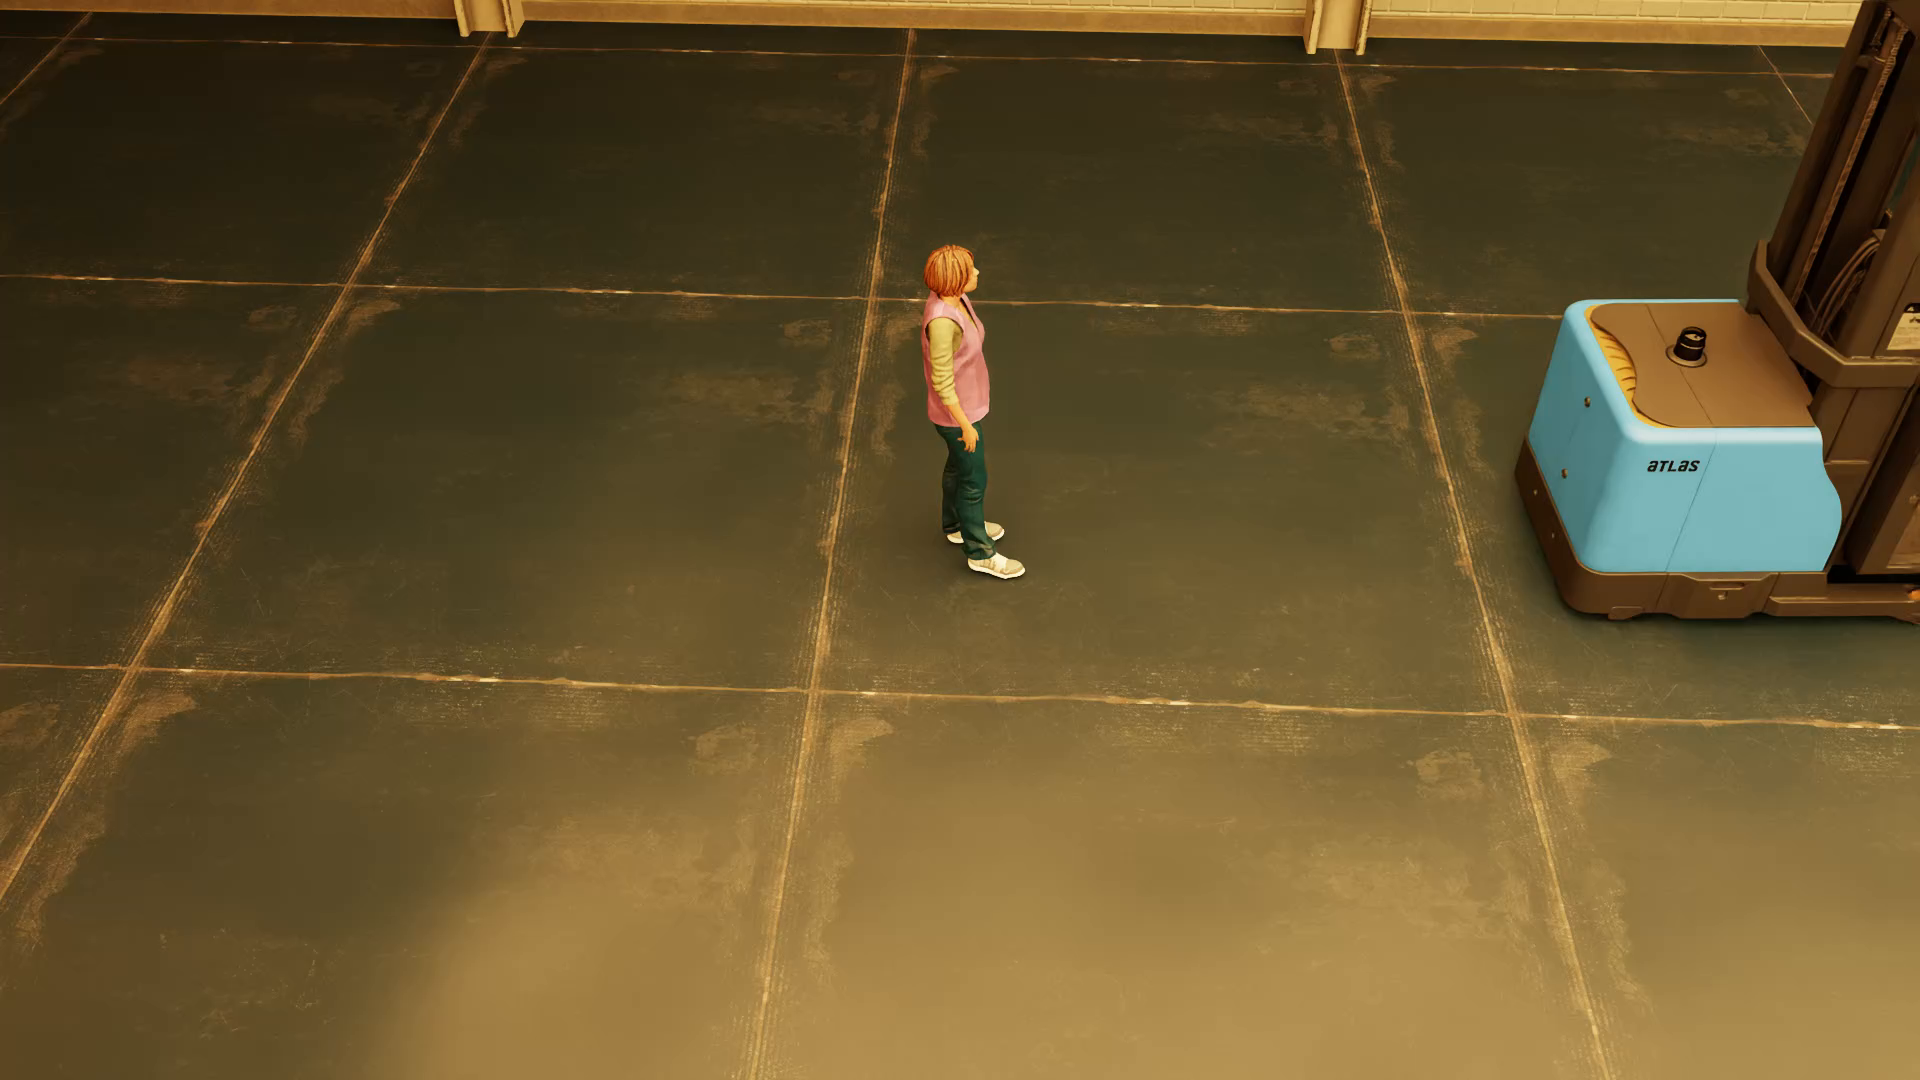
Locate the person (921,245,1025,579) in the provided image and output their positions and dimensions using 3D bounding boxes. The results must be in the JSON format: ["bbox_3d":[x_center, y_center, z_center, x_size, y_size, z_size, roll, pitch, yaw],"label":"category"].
[{"bbox_3d":[0.074,-0.583,7.360,0.473,1.599,0.520,2,42,2],"label":"person"}]

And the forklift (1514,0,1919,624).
[{"bbox_3d":[4.235,-1.063,6.907,3.031,2.935,1.130,0,42,0],"label":"forklift"}]
